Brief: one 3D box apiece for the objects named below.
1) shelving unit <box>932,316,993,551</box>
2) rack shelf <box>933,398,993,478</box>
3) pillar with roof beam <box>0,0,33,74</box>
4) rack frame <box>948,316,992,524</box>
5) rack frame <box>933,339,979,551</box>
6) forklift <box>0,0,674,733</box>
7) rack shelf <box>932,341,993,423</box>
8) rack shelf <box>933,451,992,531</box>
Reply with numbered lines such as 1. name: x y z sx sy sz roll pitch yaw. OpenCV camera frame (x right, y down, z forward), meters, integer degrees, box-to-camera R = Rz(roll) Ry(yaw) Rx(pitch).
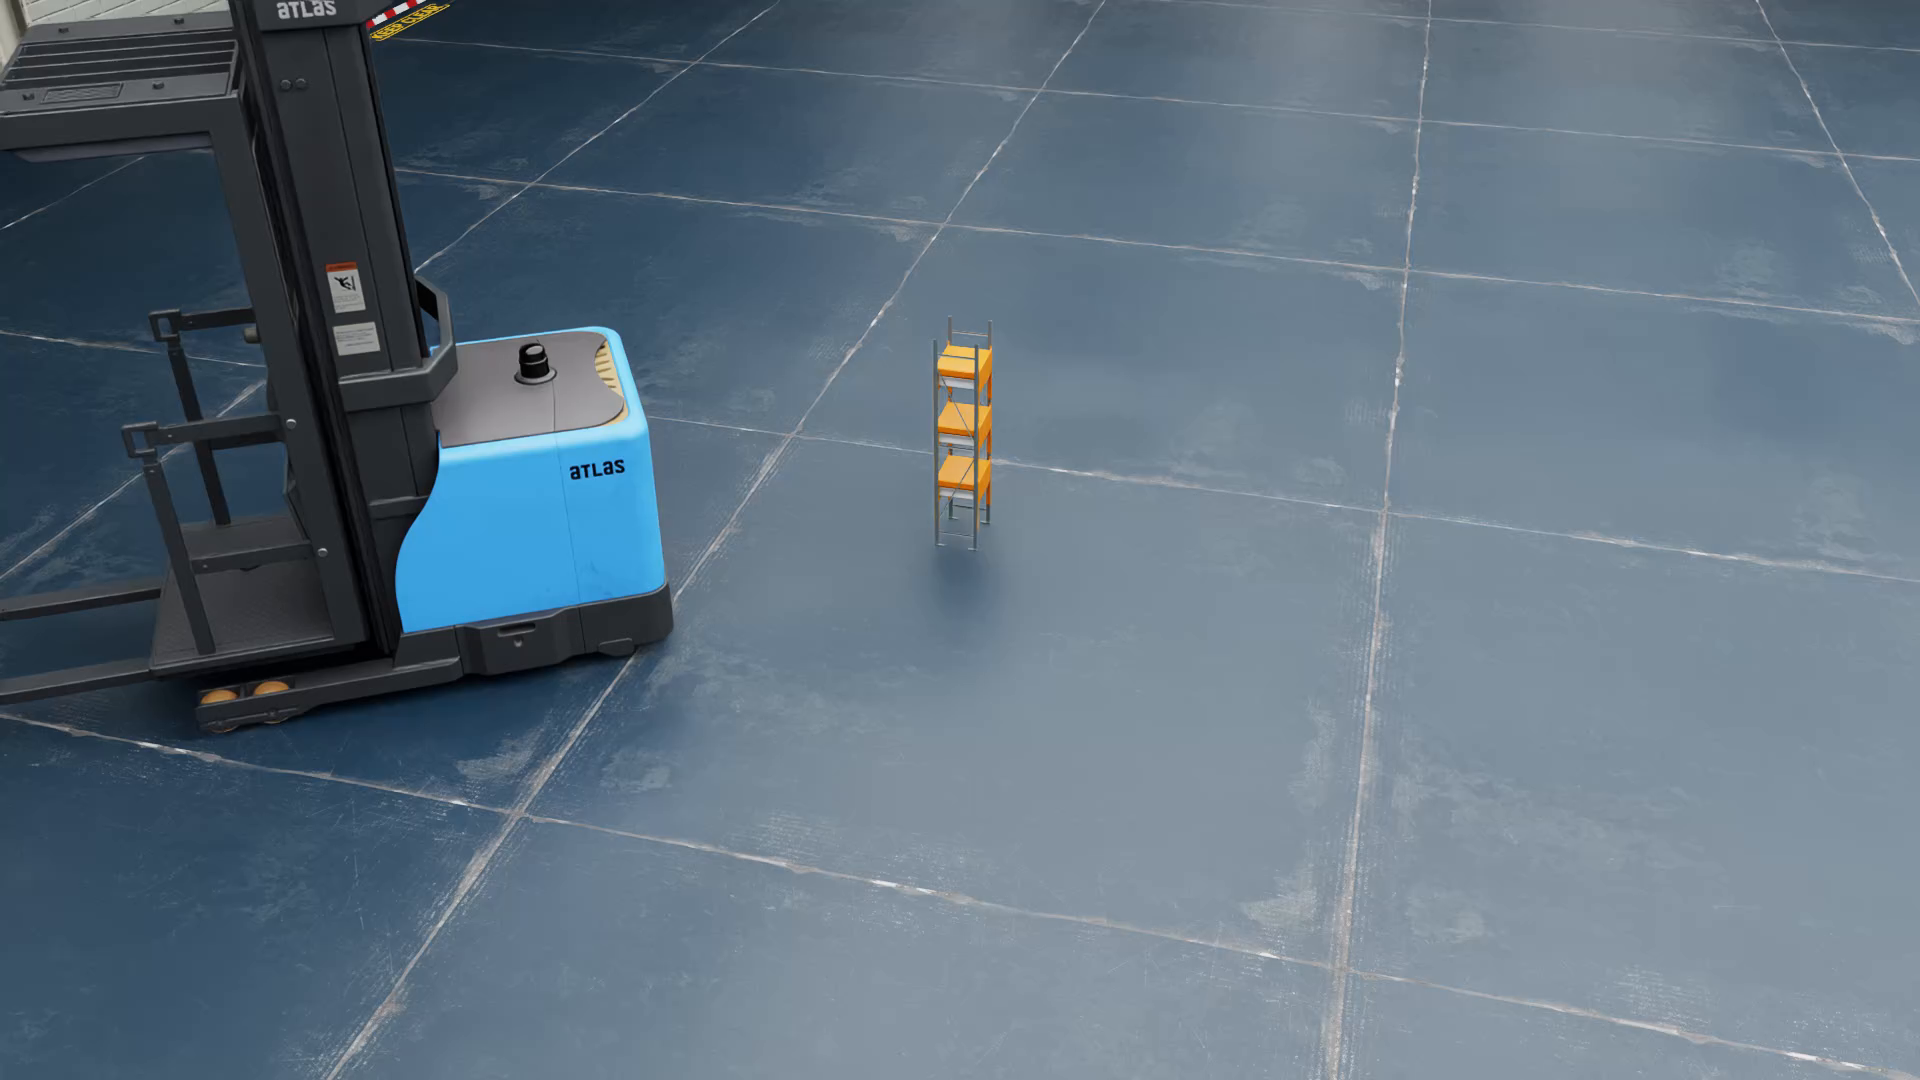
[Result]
1. shelving unit: 0.014 -0.471 7.512 0.215 1.050 0.252 8 33 12
2. rack shelf: 0.014 -0.462 7.518 0.215 0.259 0.240 8 33 12
3. pillar with roof beam: -2.891 -6.288 9.254 9.100 9.000 0.400 8 33 12
4. rack frame: 0.045 -0.534 7.612 0.200 1.050 0.008 8 33 12
5. rack frame: -0.017 -0.408 7.412 0.200 1.050 0.008 8 33 12
6. forklift: -2.787 -0.795 6.269 3.031 2.935 1.130 -9 34 -14
7. rack shelf: 0.014 -0.701 7.365 0.215 0.259 0.240 8 33 12
8. rack shelf: 0.014 -0.227 7.667 0.215 0.259 0.240 8 33 12
